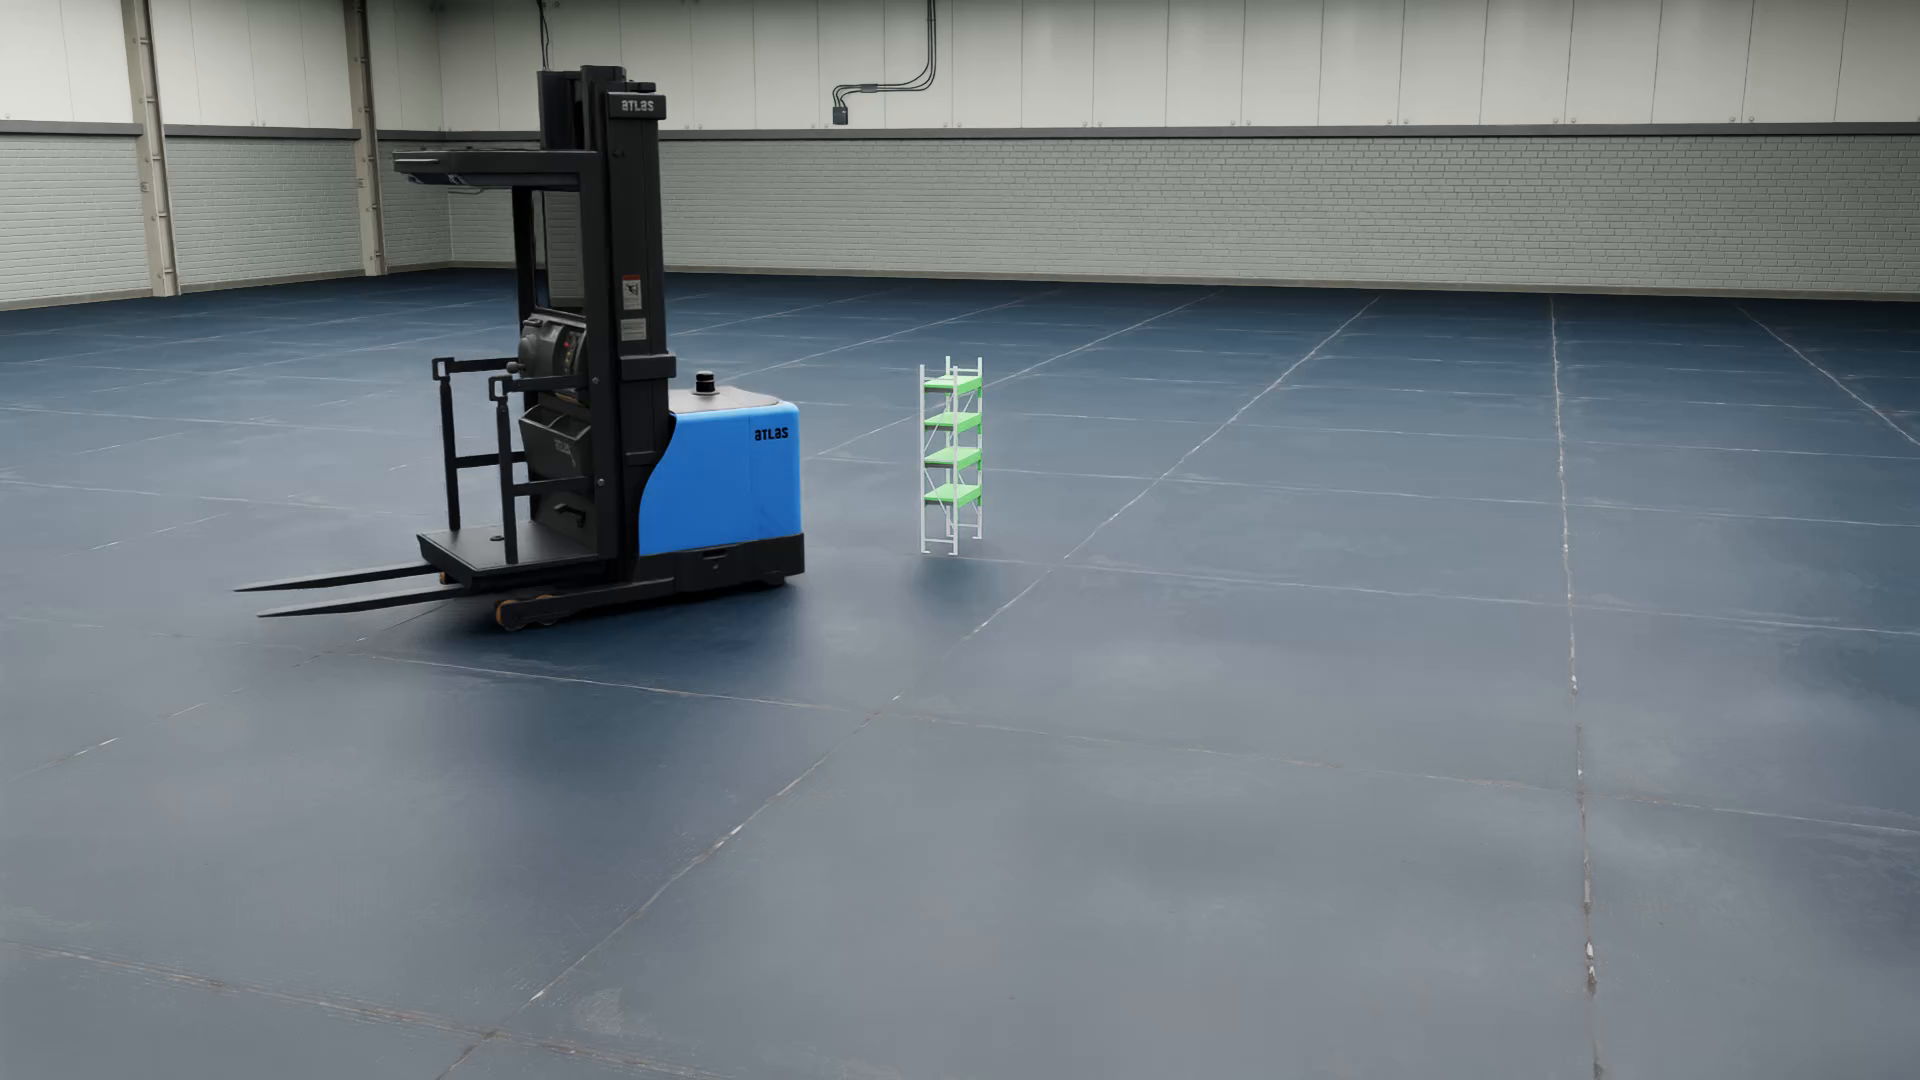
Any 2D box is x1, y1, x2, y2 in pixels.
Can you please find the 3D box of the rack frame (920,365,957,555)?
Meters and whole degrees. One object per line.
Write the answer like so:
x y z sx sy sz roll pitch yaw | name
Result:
-0.133 -0.499 10.477 0.240 1.200 0.015 4 14 18 | rack frame

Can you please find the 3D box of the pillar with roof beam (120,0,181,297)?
-10.649 -8.613 28.501 9.100 9.000 0.400 4 14 18 | pillar with roof beam

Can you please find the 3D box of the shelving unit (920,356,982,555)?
-0.054 -0.550 10.702 0.258 1.200 0.503 4 14 18 | shelving unit

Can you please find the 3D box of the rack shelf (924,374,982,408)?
-0.054 -0.956 10.609 0.258 0.148 0.480 4 14 18 | rack shelf

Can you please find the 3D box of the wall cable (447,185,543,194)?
-10.577 -9.197 38.040 3.097 2.526 0.112 4 14 18 | wall cable

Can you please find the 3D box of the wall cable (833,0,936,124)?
-1.599 -11.682 34.306 2.305 6.003 0.169 4 14 18 | wall cable

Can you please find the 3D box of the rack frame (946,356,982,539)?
0.025 -0.601 10.927 0.240 1.200 0.015 4 14 18 | rack frame

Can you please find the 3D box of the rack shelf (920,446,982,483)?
-0.054 -0.488 10.716 0.258 0.148 0.480 4 14 18 | rack shelf

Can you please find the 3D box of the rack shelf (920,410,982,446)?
-0.054 -0.722 10.663 0.258 0.148 0.480 4 14 18 | rack shelf

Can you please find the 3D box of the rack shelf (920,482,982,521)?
-0.054 -0.254 10.769 0.258 0.148 0.480 4 14 18 | rack shelf

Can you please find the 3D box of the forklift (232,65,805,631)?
-2.431 -1.078 9.125 3.031 2.935 1.130 -8 15 -33 | forklift

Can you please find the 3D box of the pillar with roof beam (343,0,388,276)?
-8.708 -9.876 34.036 9.100 9.000 0.400 4 14 18 | pillar with roof beam

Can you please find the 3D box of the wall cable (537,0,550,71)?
-8.017 -11.465 36.624 3.097 2.526 0.112 4 14 18 | wall cable
